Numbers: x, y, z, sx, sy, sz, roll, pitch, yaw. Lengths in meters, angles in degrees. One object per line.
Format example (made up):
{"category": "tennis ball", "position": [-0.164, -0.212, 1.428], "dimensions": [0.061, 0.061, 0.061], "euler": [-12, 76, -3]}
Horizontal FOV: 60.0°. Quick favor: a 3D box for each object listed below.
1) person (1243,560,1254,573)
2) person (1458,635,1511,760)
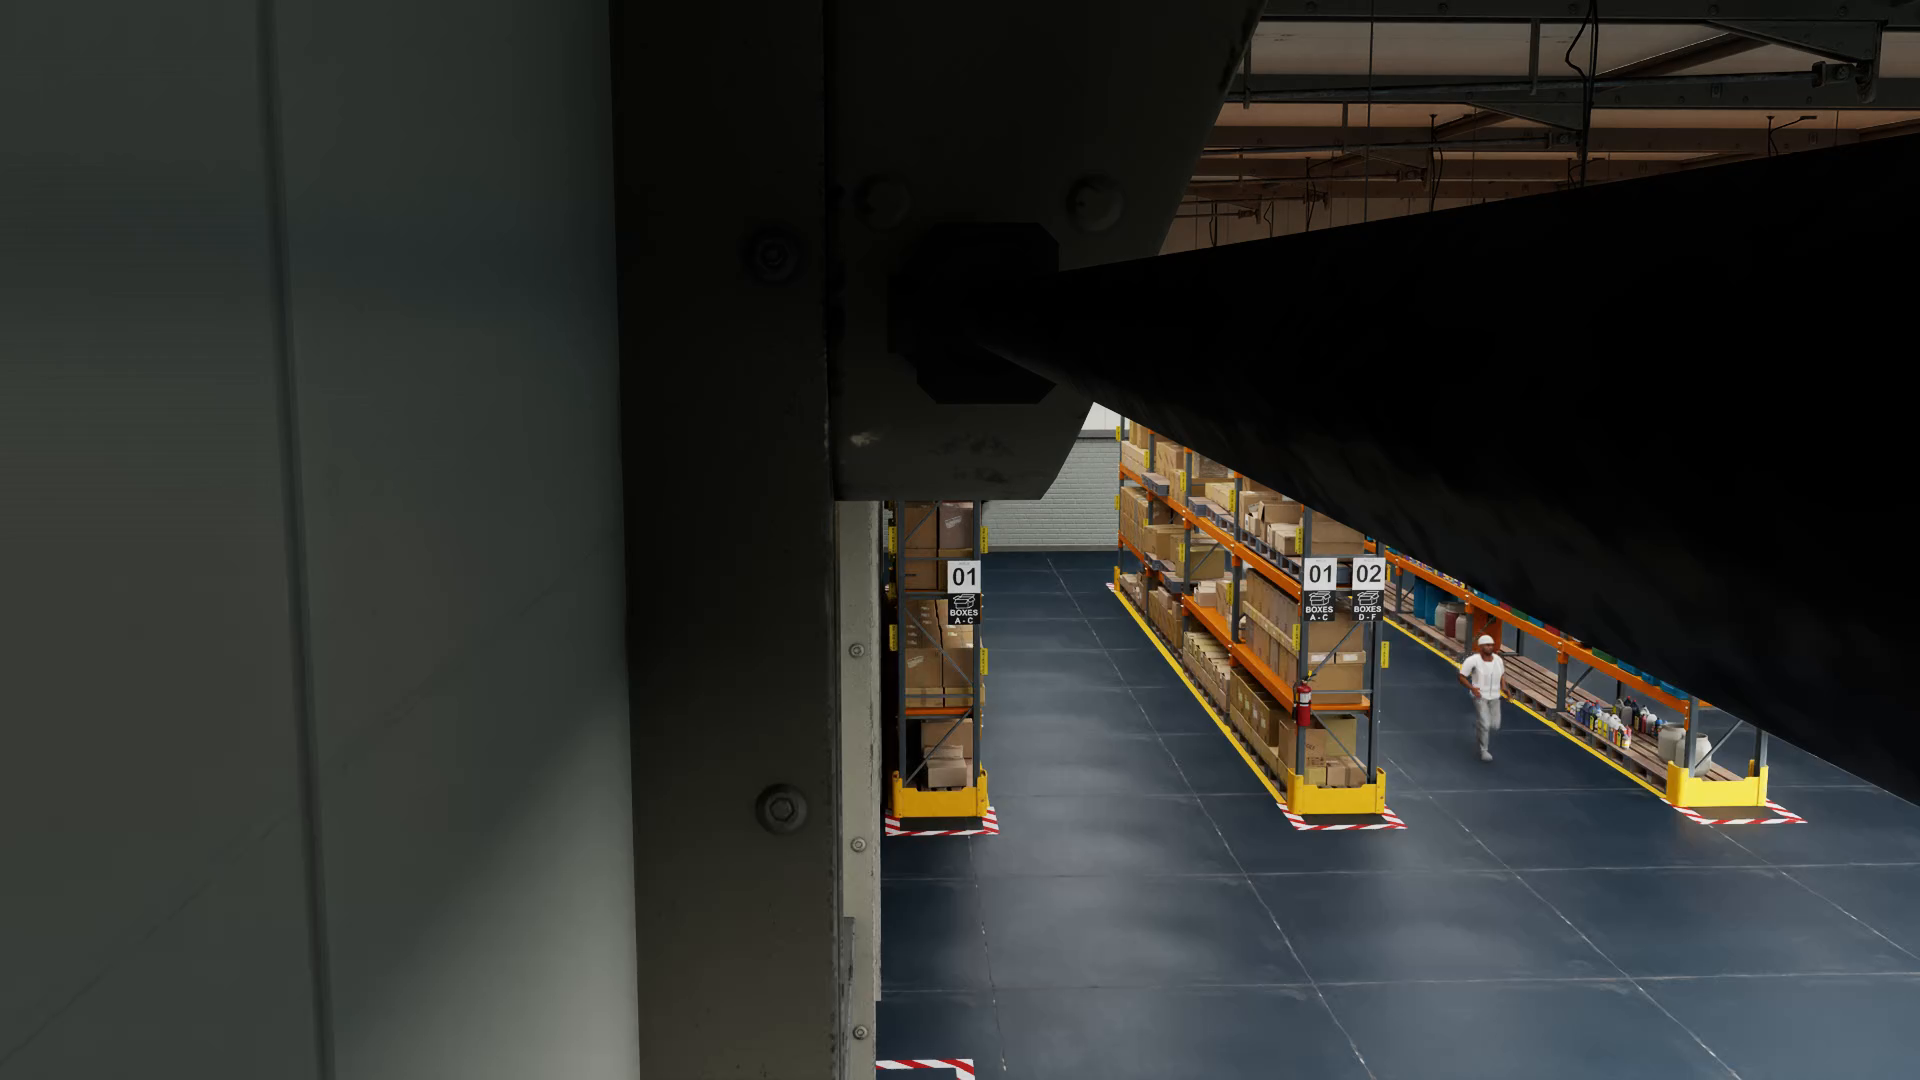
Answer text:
{"category": "person", "position": [6.103, 0.499, 34.478], "dimensions": [0.718, 1.753, 0.984], "euler": [-2, 8, -14]}
{"category": "person", "position": [7.278, 2.166, 23.156], "dimensions": [0.702, 1.726, 0.598], "euler": [-2, 8, -12]}
